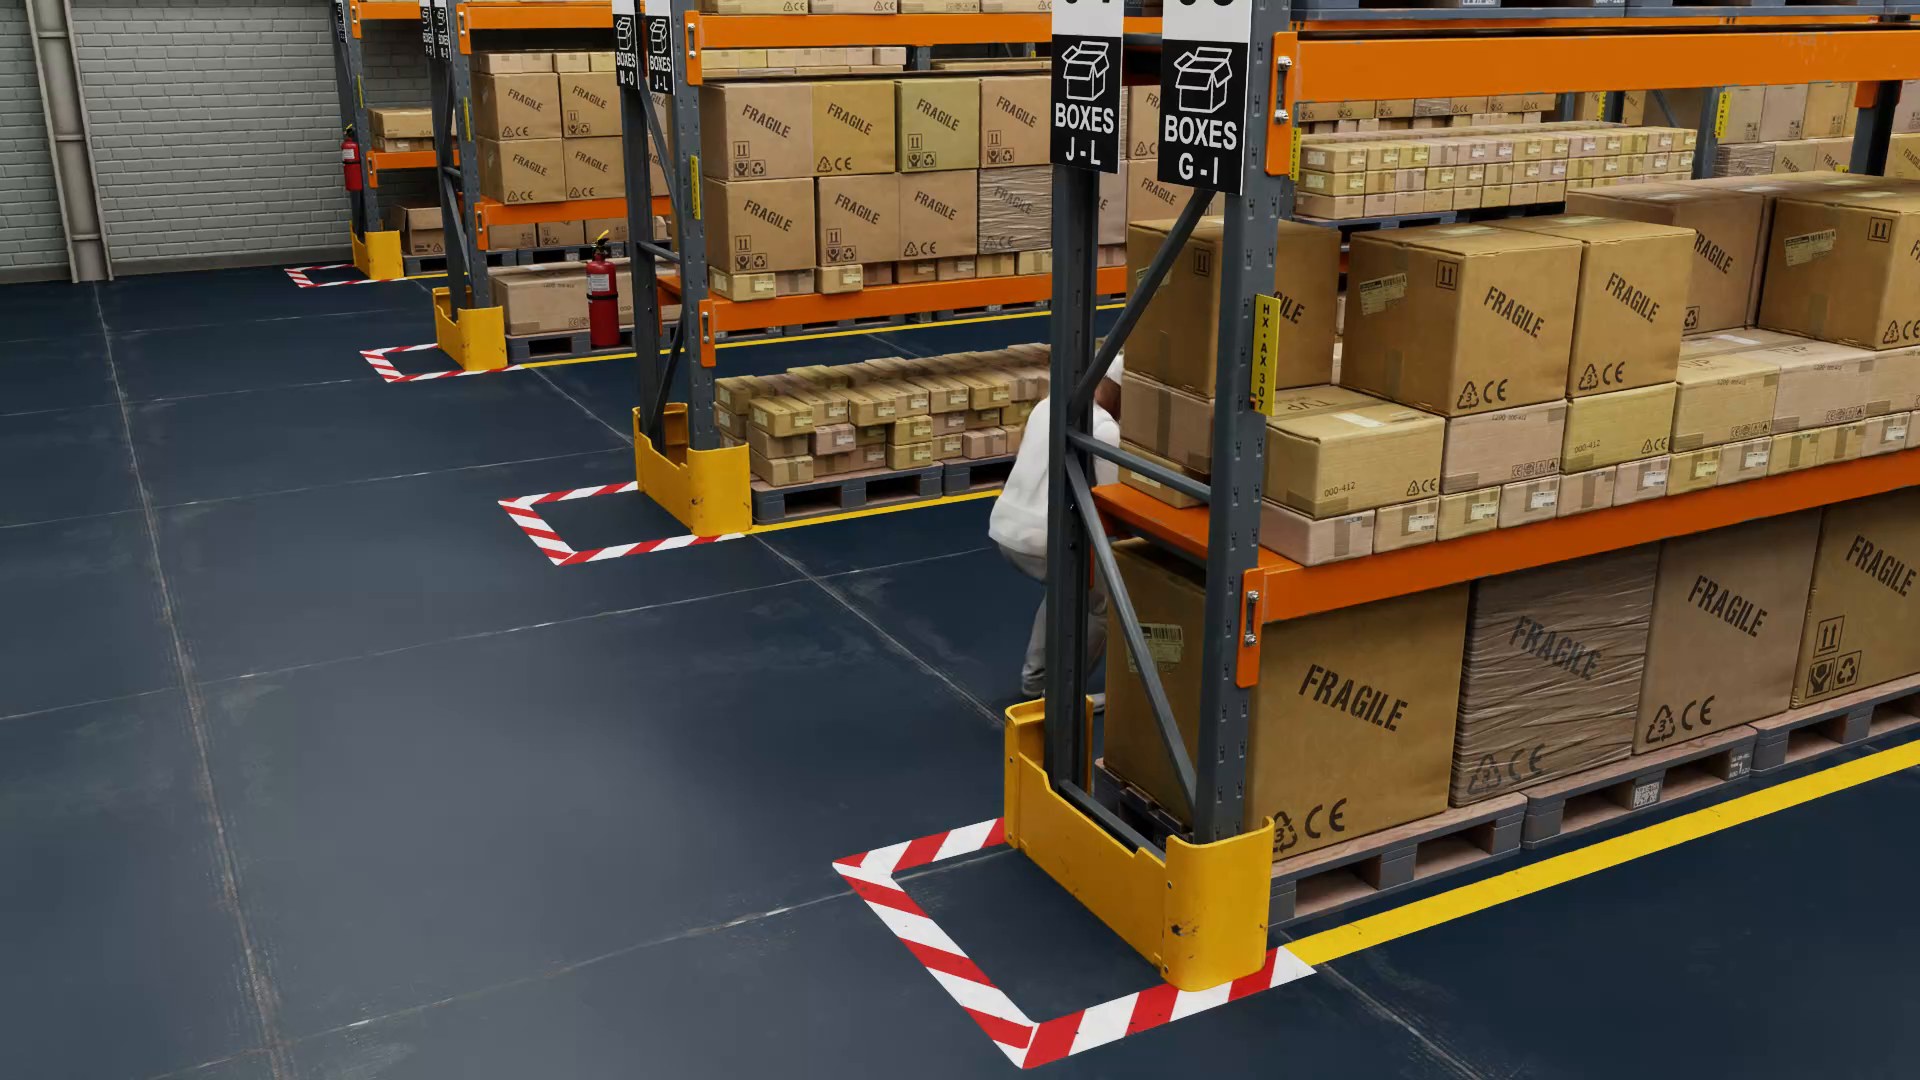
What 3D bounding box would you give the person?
[{"bbox_3d":[0.462,-0.027,7.041,0.708,1.490,0.629,-9,21,-26],"label":"person"}]
